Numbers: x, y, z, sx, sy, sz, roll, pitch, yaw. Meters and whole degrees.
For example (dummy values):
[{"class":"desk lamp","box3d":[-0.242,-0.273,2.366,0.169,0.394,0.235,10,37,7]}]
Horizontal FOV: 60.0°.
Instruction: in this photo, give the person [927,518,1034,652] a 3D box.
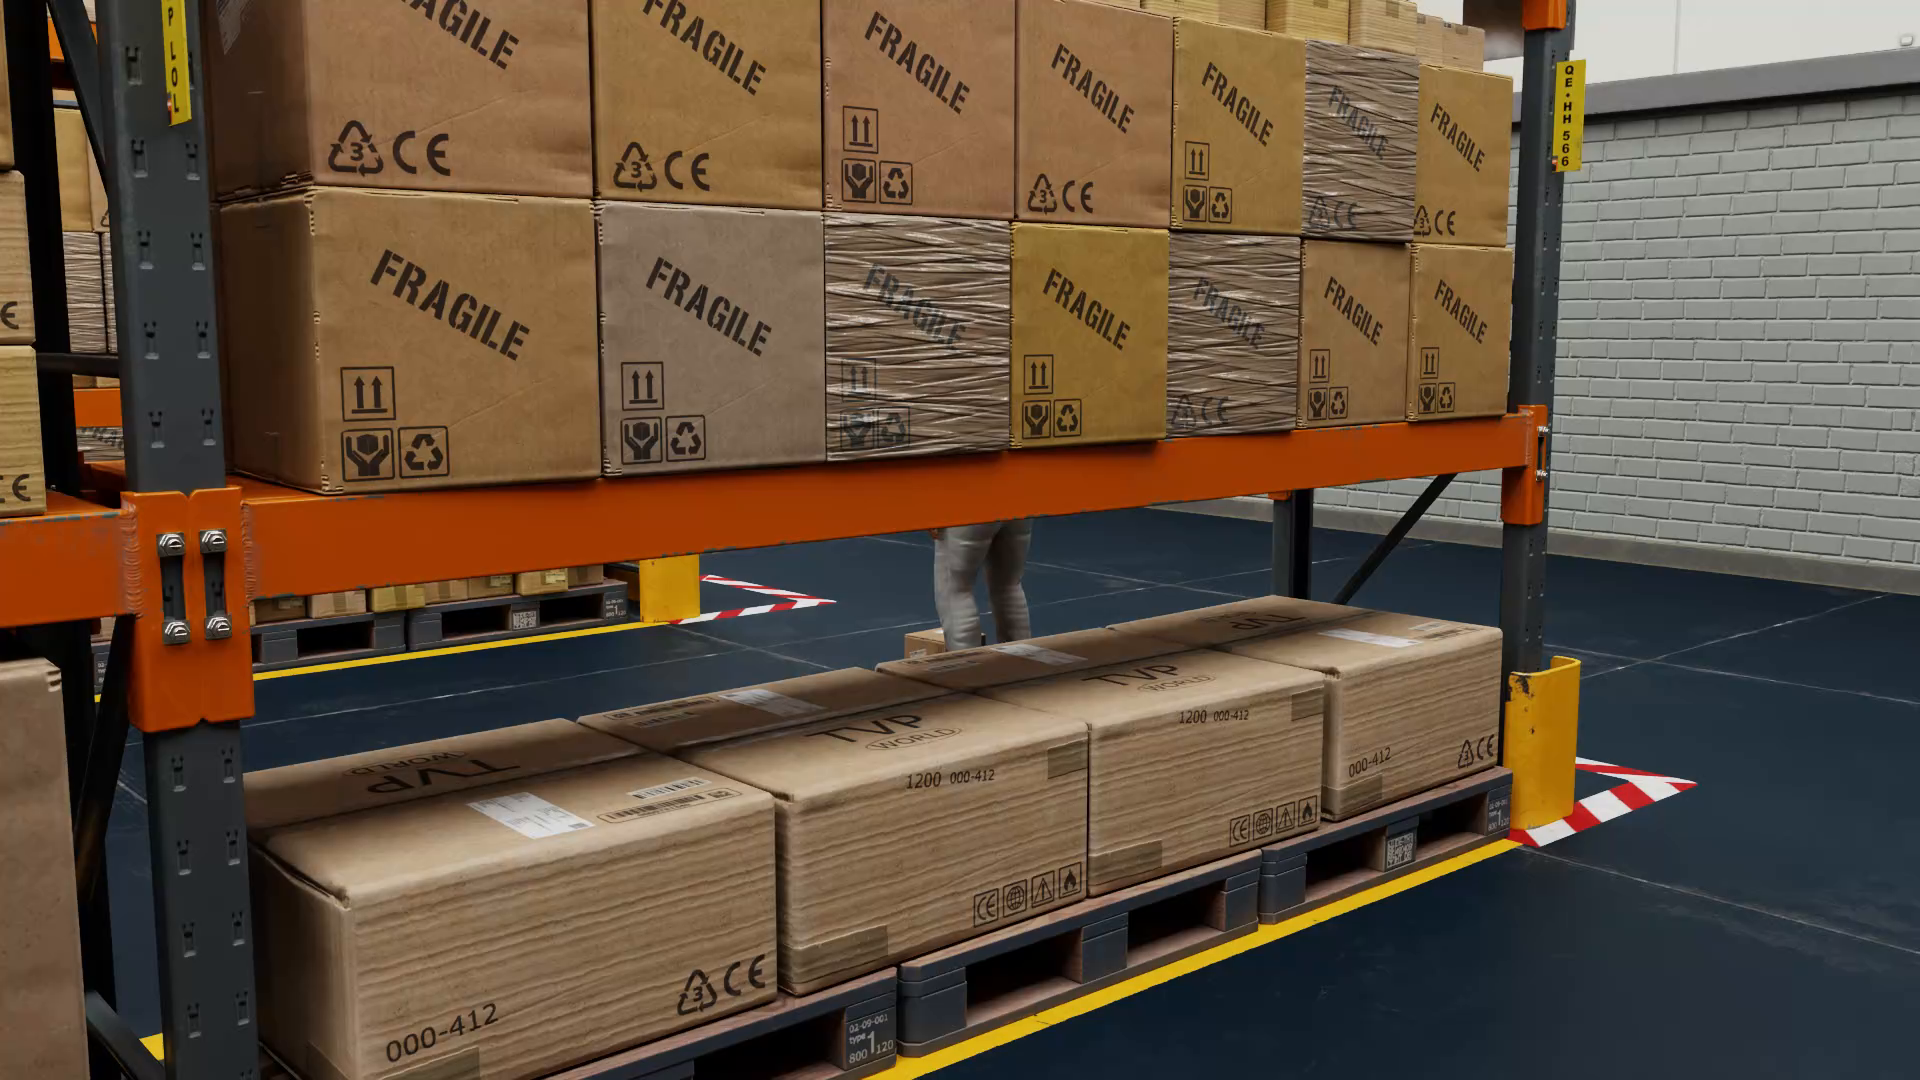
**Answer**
[{"class":"person","box3d":[0.080,-0.151,6.907,0.558,1.667,0.467,-7,10,-43]}]
